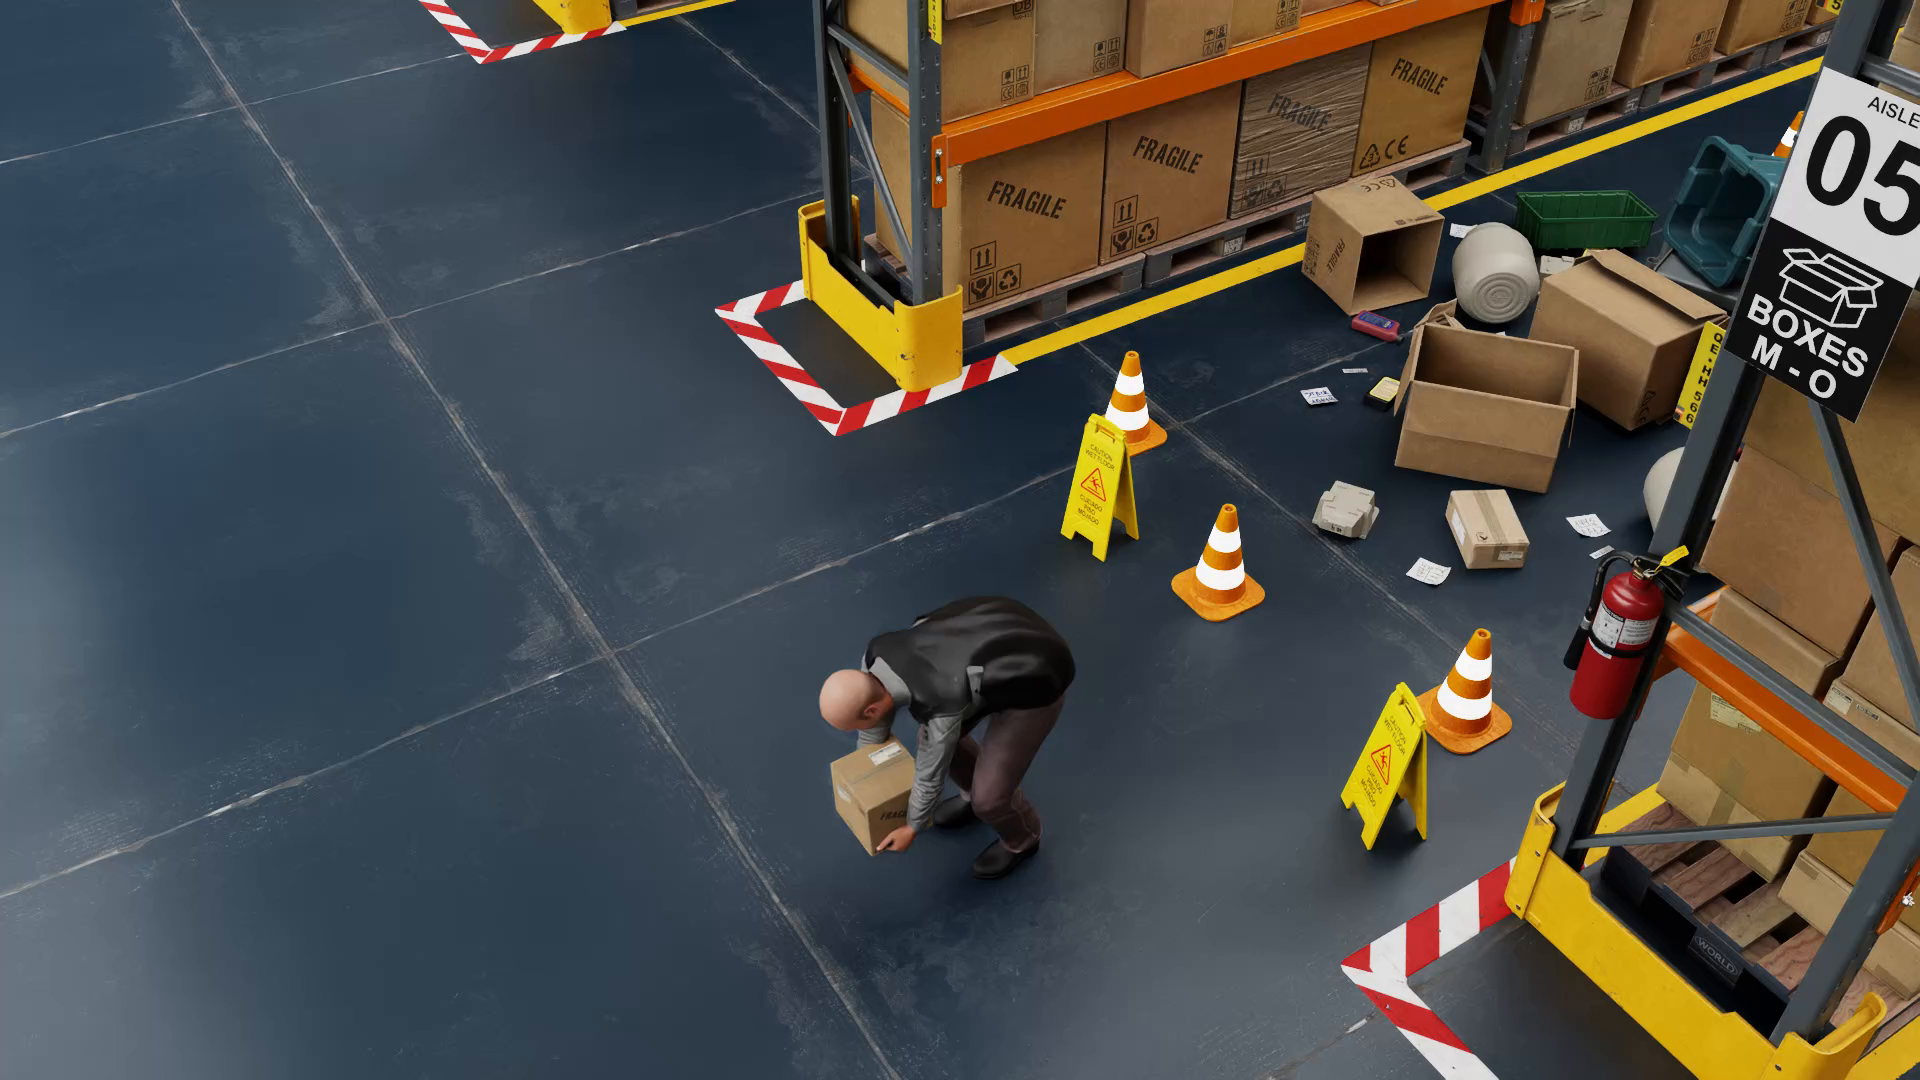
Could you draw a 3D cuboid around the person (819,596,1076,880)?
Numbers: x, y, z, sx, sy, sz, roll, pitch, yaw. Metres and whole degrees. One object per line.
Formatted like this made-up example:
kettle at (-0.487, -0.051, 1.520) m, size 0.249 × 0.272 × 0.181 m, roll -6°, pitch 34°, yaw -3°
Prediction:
person at (-0.055, 0.729, 5.753) m, size 0.937 × 1.164 × 0.485 m, roll -24°, pitch 46°, yaw -26°
